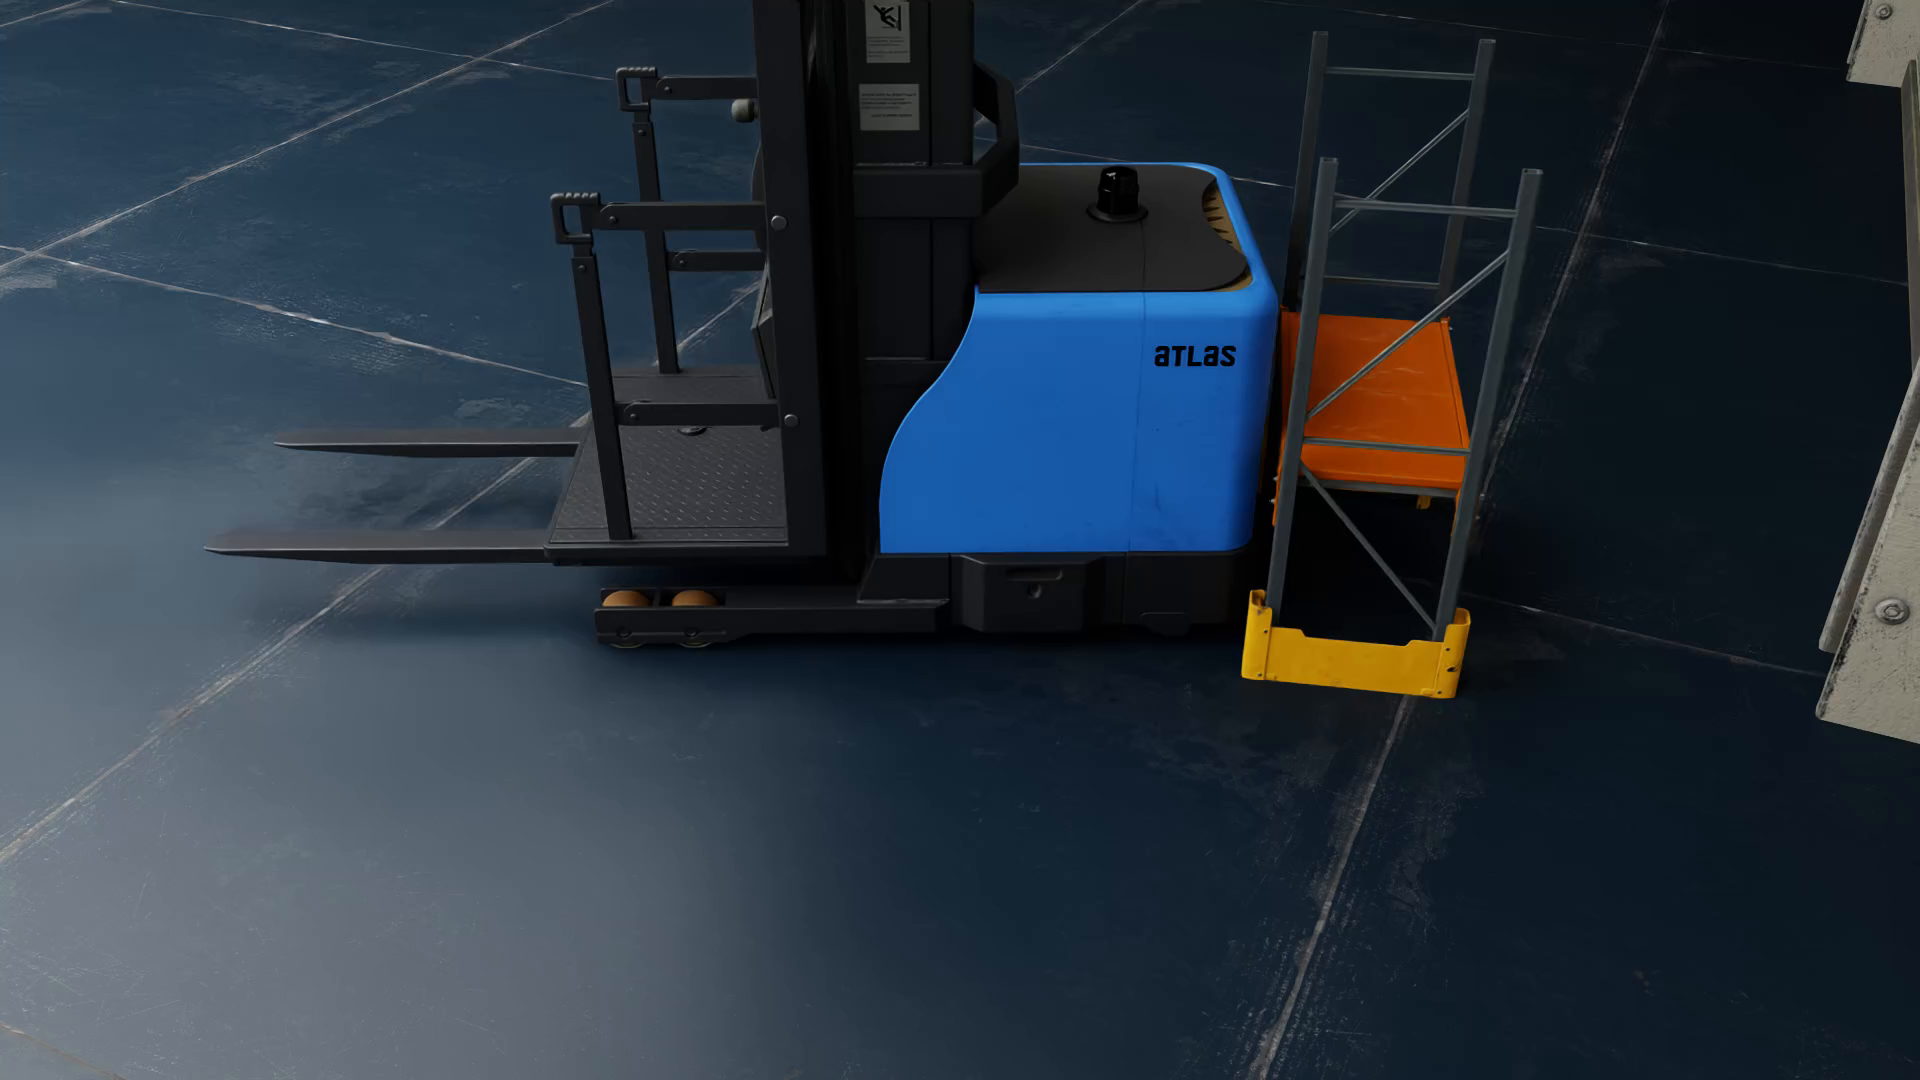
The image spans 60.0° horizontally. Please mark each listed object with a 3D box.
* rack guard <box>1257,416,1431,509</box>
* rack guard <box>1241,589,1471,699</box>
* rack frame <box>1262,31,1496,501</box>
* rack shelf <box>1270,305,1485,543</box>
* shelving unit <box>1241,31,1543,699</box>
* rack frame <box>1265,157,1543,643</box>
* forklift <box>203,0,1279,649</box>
[{"bbox_3d":[1.244,-0.252,5.407,0.587,0.250,0.087,5,34,8],"label":"rack guard"},{"bbox_3d":[1.084,0.287,4.585,0.587,0.250,0.087,5,34,8],"label":"rack guard"},{"bbox_3d":[1.247,-0.785,5.080,0.500,1.500,0.032,5,34,8],"label":"rack frame"},{"bbox_3d":[1.165,-0.360,4.759,0.538,0.185,1.000,5,34,8],"label":"rack shelf"},{"bbox_3d":[1.164,-0.505,4.653,0.587,1.500,1.083,5,34,8],"label":"shelving unit"},{"bbox_3d":[1.084,-0.235,4.241,0.500,1.500,0.032,5,34,8],"label":"rack frame"},{"bbox_3d":[-0.680,-1.206,4.416,3.031,2.935,1.130,0,33,-1],"label":"forklift"}]
